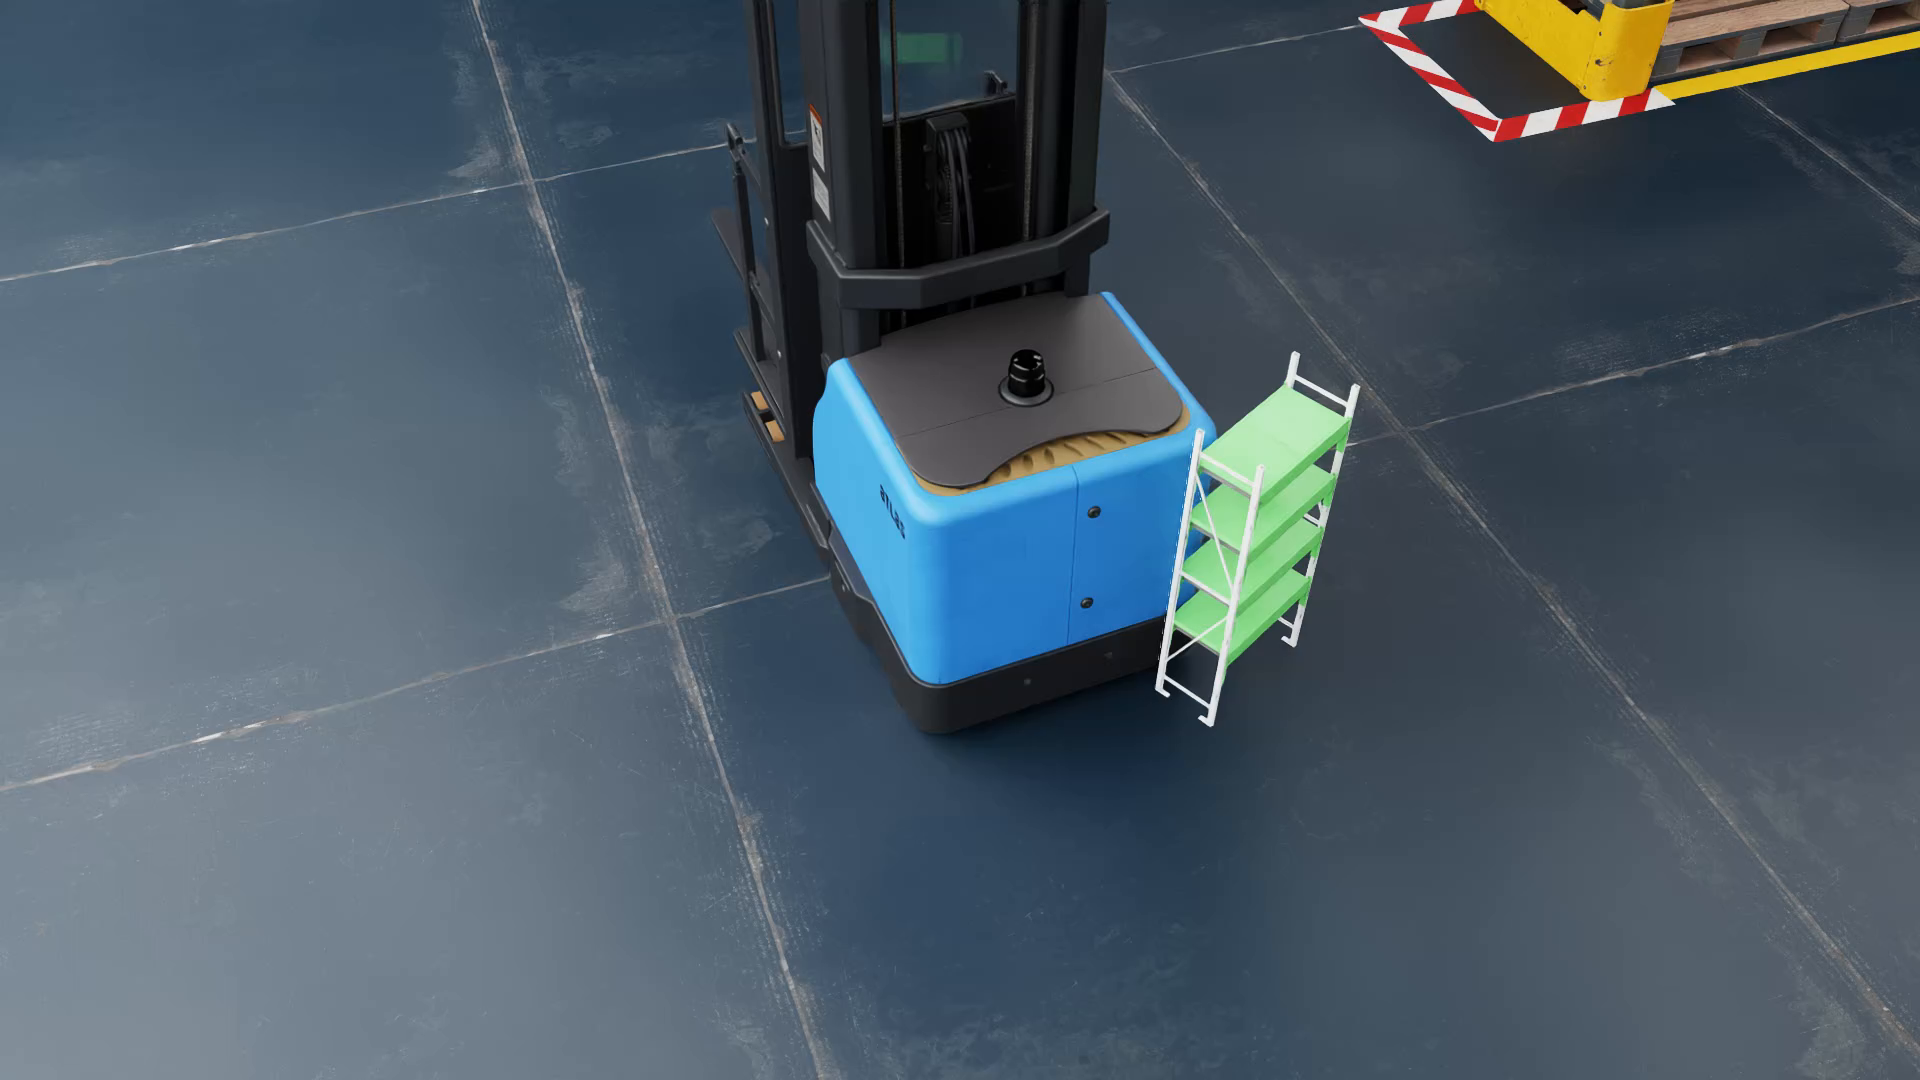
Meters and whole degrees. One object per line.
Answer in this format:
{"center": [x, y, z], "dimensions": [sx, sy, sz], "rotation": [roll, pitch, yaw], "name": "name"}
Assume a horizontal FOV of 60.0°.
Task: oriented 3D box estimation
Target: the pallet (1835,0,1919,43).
{"center": [5.102, -3.208, 9.299], "dimensions": [1.213, 0.211, 1.003], "rotation": [-14, 47, -14], "name": "pallet"}

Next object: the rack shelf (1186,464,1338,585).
{"center": [0.943, -0.097, 5.246], "dimensions": [0.258, 0.148, 0.480], "rotation": [34, 54, 28], "name": "rack shelf"}

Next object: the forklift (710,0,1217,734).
{"center": [-0.221, -1.451, 5.626], "dimensions": [1.130, 2.935, 3.031], "rotation": [-16, 47, -16], "name": "forklift"}

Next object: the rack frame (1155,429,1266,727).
{"center": [0.775, 0.153, 5.246], "dimensions": [0.240, 1.200, 0.015], "rotation": [34, 54, 28], "name": "rack frame"}

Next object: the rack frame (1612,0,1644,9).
{"center": [3.135, -3.660, 7.780], "dimensions": [0.127, 3.000, 1.000], "rotation": [-14, 47, -14], "name": "rack frame"}

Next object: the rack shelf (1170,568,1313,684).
{"center": [0.935, 0.237, 5.591], "dimensions": [0.258, 0.148, 0.480], "rotation": [34, 54, 28], "name": "rack shelf"}

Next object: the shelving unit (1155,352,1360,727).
{"center": [0.940, 0.026, 5.373], "dimensions": [0.258, 1.200, 0.503], "rotation": [34, 54, 28], "name": "shelving unit"}

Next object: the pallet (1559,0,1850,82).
{"center": [3.956, -2.918, 9.009], "dimensions": [1.213, 0.211, 1.003], "rotation": [-14, 47, -14], "name": "pallet"}

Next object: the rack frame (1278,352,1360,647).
{"center": [1.105, -0.101, 5.500], "dimensions": [0.240, 1.200, 0.015], "rotation": [34, 54, 28], "name": "rack frame"}

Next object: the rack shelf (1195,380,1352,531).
{"center": [0.946, -0.263, 5.074], "dimensions": [0.258, 0.148, 0.480], "rotation": [34, 54, 28], "name": "rack shelf"}

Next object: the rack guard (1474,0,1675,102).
{"center": [3.190, -2.828, 8.715], "dimensions": [0.348, 0.500, 1.175], "rotation": [-14, 47, -14], "name": "rack guard"}

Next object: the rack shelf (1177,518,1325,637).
{"center": [0.939, 0.070, 5.419], "dimensions": [0.258, 0.148, 0.480], "rotation": [34, 54, 28], "name": "rack shelf"}
